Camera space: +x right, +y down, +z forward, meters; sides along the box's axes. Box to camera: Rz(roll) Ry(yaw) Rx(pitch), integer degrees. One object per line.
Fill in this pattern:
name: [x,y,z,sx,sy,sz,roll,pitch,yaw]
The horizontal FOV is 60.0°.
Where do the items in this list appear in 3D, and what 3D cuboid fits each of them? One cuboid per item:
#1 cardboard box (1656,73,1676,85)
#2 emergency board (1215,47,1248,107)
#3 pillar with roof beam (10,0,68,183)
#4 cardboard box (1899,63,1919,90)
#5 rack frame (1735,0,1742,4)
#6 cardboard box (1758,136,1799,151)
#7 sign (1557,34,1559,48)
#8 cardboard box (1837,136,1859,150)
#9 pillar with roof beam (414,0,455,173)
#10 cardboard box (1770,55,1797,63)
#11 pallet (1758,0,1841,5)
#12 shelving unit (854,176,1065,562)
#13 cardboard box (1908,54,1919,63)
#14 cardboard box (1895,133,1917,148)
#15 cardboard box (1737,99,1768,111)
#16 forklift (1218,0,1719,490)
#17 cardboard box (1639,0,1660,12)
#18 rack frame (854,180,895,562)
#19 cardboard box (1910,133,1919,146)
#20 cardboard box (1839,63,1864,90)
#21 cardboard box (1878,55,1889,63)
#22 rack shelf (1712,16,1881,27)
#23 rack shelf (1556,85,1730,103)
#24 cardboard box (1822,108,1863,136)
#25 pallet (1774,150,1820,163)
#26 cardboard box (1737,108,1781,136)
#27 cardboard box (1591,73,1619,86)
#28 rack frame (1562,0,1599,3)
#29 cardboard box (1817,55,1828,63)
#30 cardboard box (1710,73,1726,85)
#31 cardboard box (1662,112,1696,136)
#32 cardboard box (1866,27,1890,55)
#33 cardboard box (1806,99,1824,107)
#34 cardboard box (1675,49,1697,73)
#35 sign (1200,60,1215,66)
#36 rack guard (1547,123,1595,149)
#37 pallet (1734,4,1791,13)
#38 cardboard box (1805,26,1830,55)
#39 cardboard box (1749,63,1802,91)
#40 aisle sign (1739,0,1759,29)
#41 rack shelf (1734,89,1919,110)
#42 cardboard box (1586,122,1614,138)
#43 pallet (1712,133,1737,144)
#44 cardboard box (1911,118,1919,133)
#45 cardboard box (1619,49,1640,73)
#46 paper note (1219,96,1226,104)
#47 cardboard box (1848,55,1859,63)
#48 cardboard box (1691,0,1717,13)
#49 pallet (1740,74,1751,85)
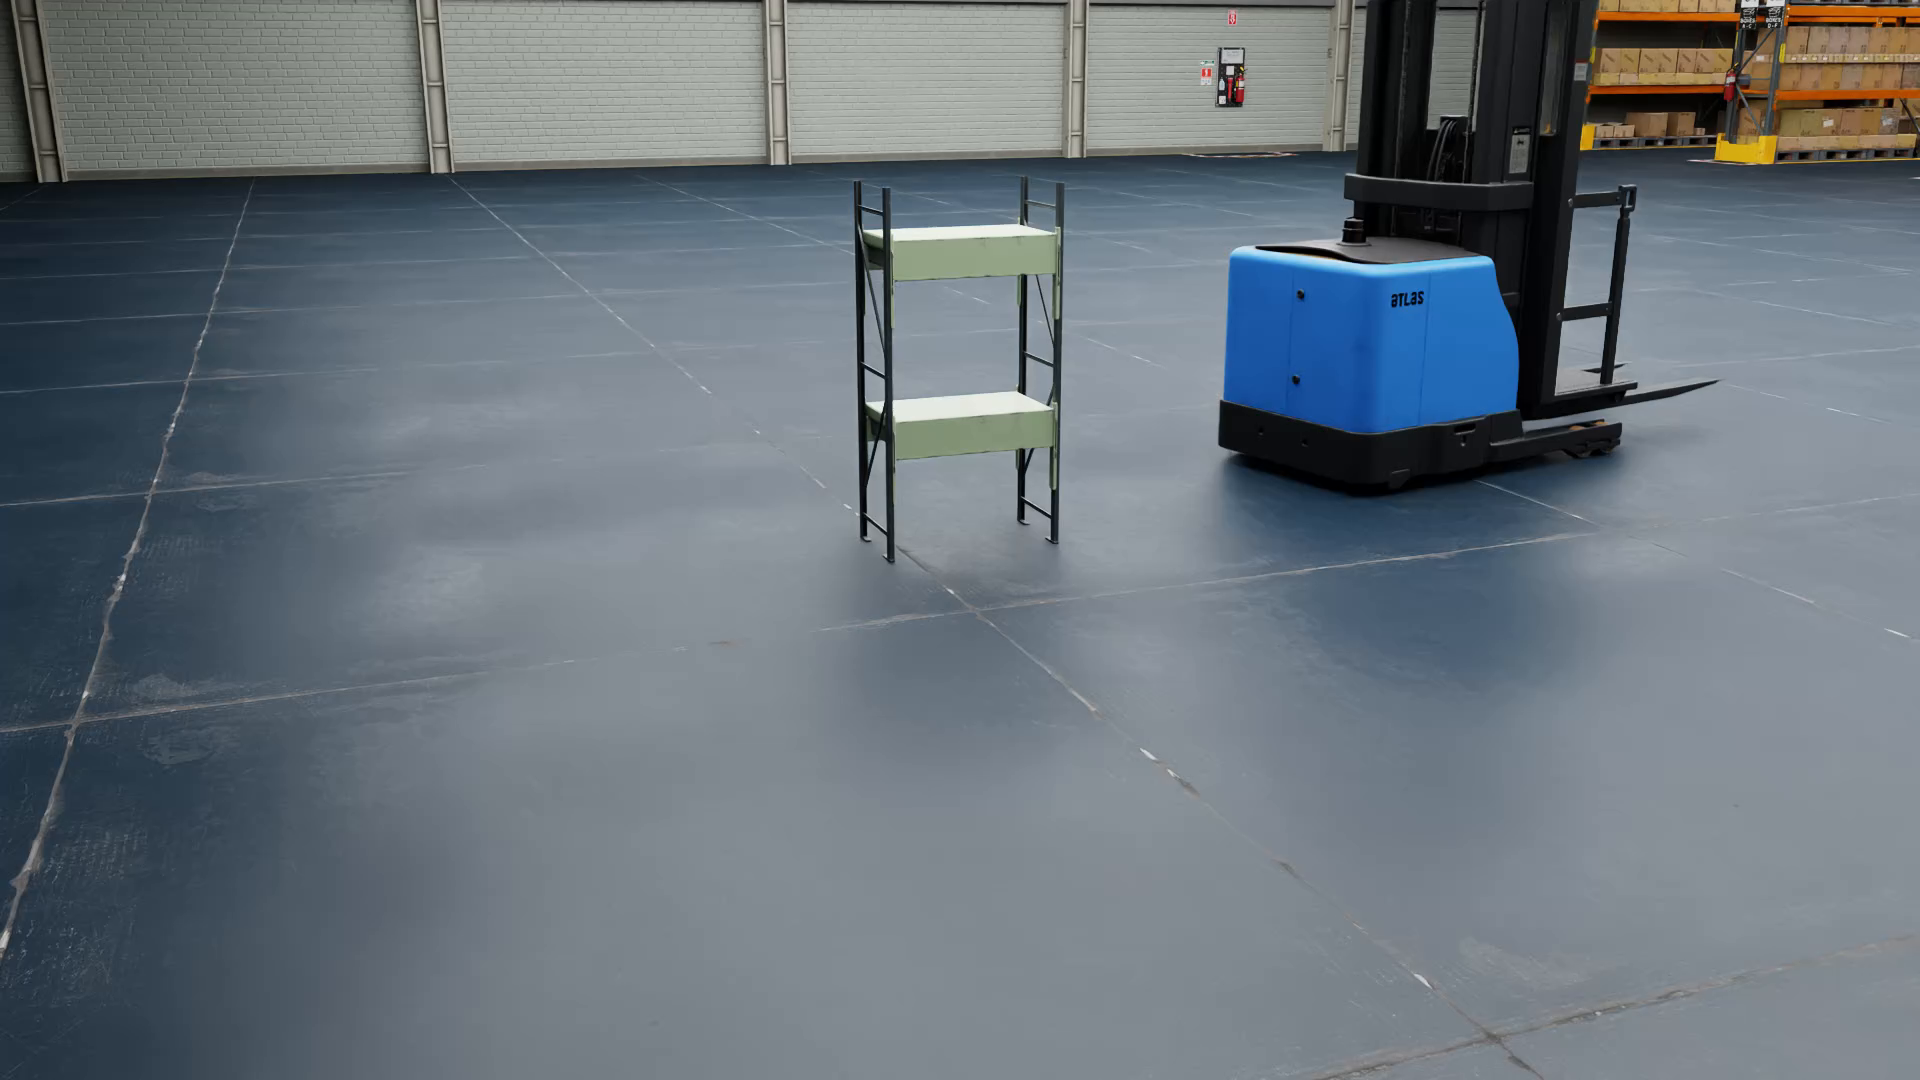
cardboard box: [15.110,-9.982,35.998,0.500,0.250,0.500,-6,17,-20]
emergency board: [5.531,-9.377,33.705,0.643,1.169,0.194,-6,17,-20]
pillar with roof beam: [-13.019,-8.942,21.577,0.400,9.000,9.100,-6,17,-20]
cardboard box: [18.210,-9.025,32.328,0.500,0.500,0.700,-7,18,-22]
rack frame: [16.846,-13.204,36.092,0.127,3.000,1.000,-6,17,-20]
cardboard box: [15.467,-7.497,31.440,0.500,0.250,0.500,-6,17,-20]
sign: [12.931,-10.778,35.861,0.005,0.325,0.100,-6,17,-20]
cardboard box: [16.868,-7.648,31.954,0.500,0.250,0.500,-6,17,-20]
pillar with roof beam: [-7.416,-9.547,23.637,0.400,9.000,9.100,-6,17,-20]
cardboard box: [15.330,-8.962,30.964,0.250,0.149,0.380,-6,18,-20]
pallet: [15.556,-10.081,30.937,1.213,0.211,1.003,-6,17,-20]
shelving unit: [-0.006,-0.719,6.885,0.755,1.500,0.431,-6,17,-20]
cardboard box: [18.213,-9.274,32.027,0.250,0.149,0.380,-7,18,-21]
cardboard box: [18.267,-7.801,32.474,0.500,0.250,0.500,-6,17,-20]
cardboard box: [17.937,-9.821,37.544,0.500,0.250,0.500,-7,18,-21]
forklift: [2.831,-1.939,8.501,3.031,2.935,1.130,-10,19,-32]
cardboard box: [14.510,-11.486,35.350,0.500,0.500,0.500,-5,17,-18]
rack frame: [-0.348,-0.682,6.759,0.023,1.500,0.400,-6,17,-20]
cardboard box: [19.087,-7.881,32.745,0.500,0.250,0.500,-7,18,-21]
cardboard box: [16.772,-8.868,31.796,0.500,0.500,0.700,-6,17,-18]
cardboard box: [17.494,-9.196,31.762,0.250,0.149,0.380,-6,17,-20]
rack shelf: [18.713,-11.622,37.303,4.000,0.370,1.077,-6,17,-20]
rack shelf: [14.978,-9.779,36.352,4.000,0.370,1.077,-6,17,-20]
cardboard box: [16.869,-8.008,31.847,0.500,0.500,0.500,-6,17,-20]
pallet: [15.586,-7.370,31.820,1.213,0.211,1.003,-6,17,-20]
cardboard box: [15.281,-7.994,31.801,0.500,0.500,0.500,-6,17,-20]
cardboard box: [13.680,-9.826,35.466,0.500,0.250,0.500,-7,18,-22]
rack frame: [13.111,-12.801,34.719,0.127,3.000,1.000,-6,17,-20]
cardboard box: [16.046,-9.039,31.226,0.250,0.149,0.380,-6,18,-21]
cardboard box: [16.512,-10.136,36.522,0.500,0.250,0.500,-6,17,-20]
cardboard box: [15.891,-9.222,36.836,0.500,0.500,0.500,-8,18,-24]
cardboard box: [17.270,-9.545,31.800,0.500,0.500,0.700,-6,17,-20]
cardboard box: [19.373,-9.973,38.062,0.500,0.250,0.500,-6,17,-19]
cardboard box: [15.577,-10.395,36.071,0.500,0.500,0.500,-7,18,-22]
sign: [4.985,-9.618,33.522,0.331,0.109,0.001,-6,17,-20]
rack guard: [13.182,-8.731,35.943,0.348,0.500,1.175,-6,17,-20]
pallet: [17.460,-11.709,36.658,1.003,0.211,1.213,-6,17,-20]
cardboard box: [15.866,-9.394,31.283,0.500,0.500,0.700,-7,18,-22]
cardboard box: [15.327,-8.711,31.262,0.500,0.500,0.700,-6,17,-20]
aisle sign: [14.720,-9.938,31.002,0.004,0.787,0.394,-6,17,-20]
rack shelf: [16.754,-8.476,31.915,4.000,0.370,1.077,-6,17,-20]
cardboard box: [13.789,-8.890,36.038,0.500,0.311,0.500,-8,18,-26]
pallet: [17.572,-9.067,37.599,1.213,0.211,1.003,-6,17,-20]
cardboard box: [19.097,-8.150,32.669,0.500,0.311,0.500,-6,17,-20]
cardboard box: [14.129,-10.236,35.532,0.500,0.500,0.500,-6,17,-20]
paper note: [5.341,-8.954,33.831,0.142,0.148,0.016,-6,17,-20]
cardboard box: [16.766,-9.117,31.491,0.250,0.149,0.380,-6,17,-20]
cardboard box: [15.986,-11.659,35.941,0.500,0.500,0.500,-8,18,-25]
pallet: [17.611,-10.273,37.097,1.213,0.211,1.003,-6,17,-20]
